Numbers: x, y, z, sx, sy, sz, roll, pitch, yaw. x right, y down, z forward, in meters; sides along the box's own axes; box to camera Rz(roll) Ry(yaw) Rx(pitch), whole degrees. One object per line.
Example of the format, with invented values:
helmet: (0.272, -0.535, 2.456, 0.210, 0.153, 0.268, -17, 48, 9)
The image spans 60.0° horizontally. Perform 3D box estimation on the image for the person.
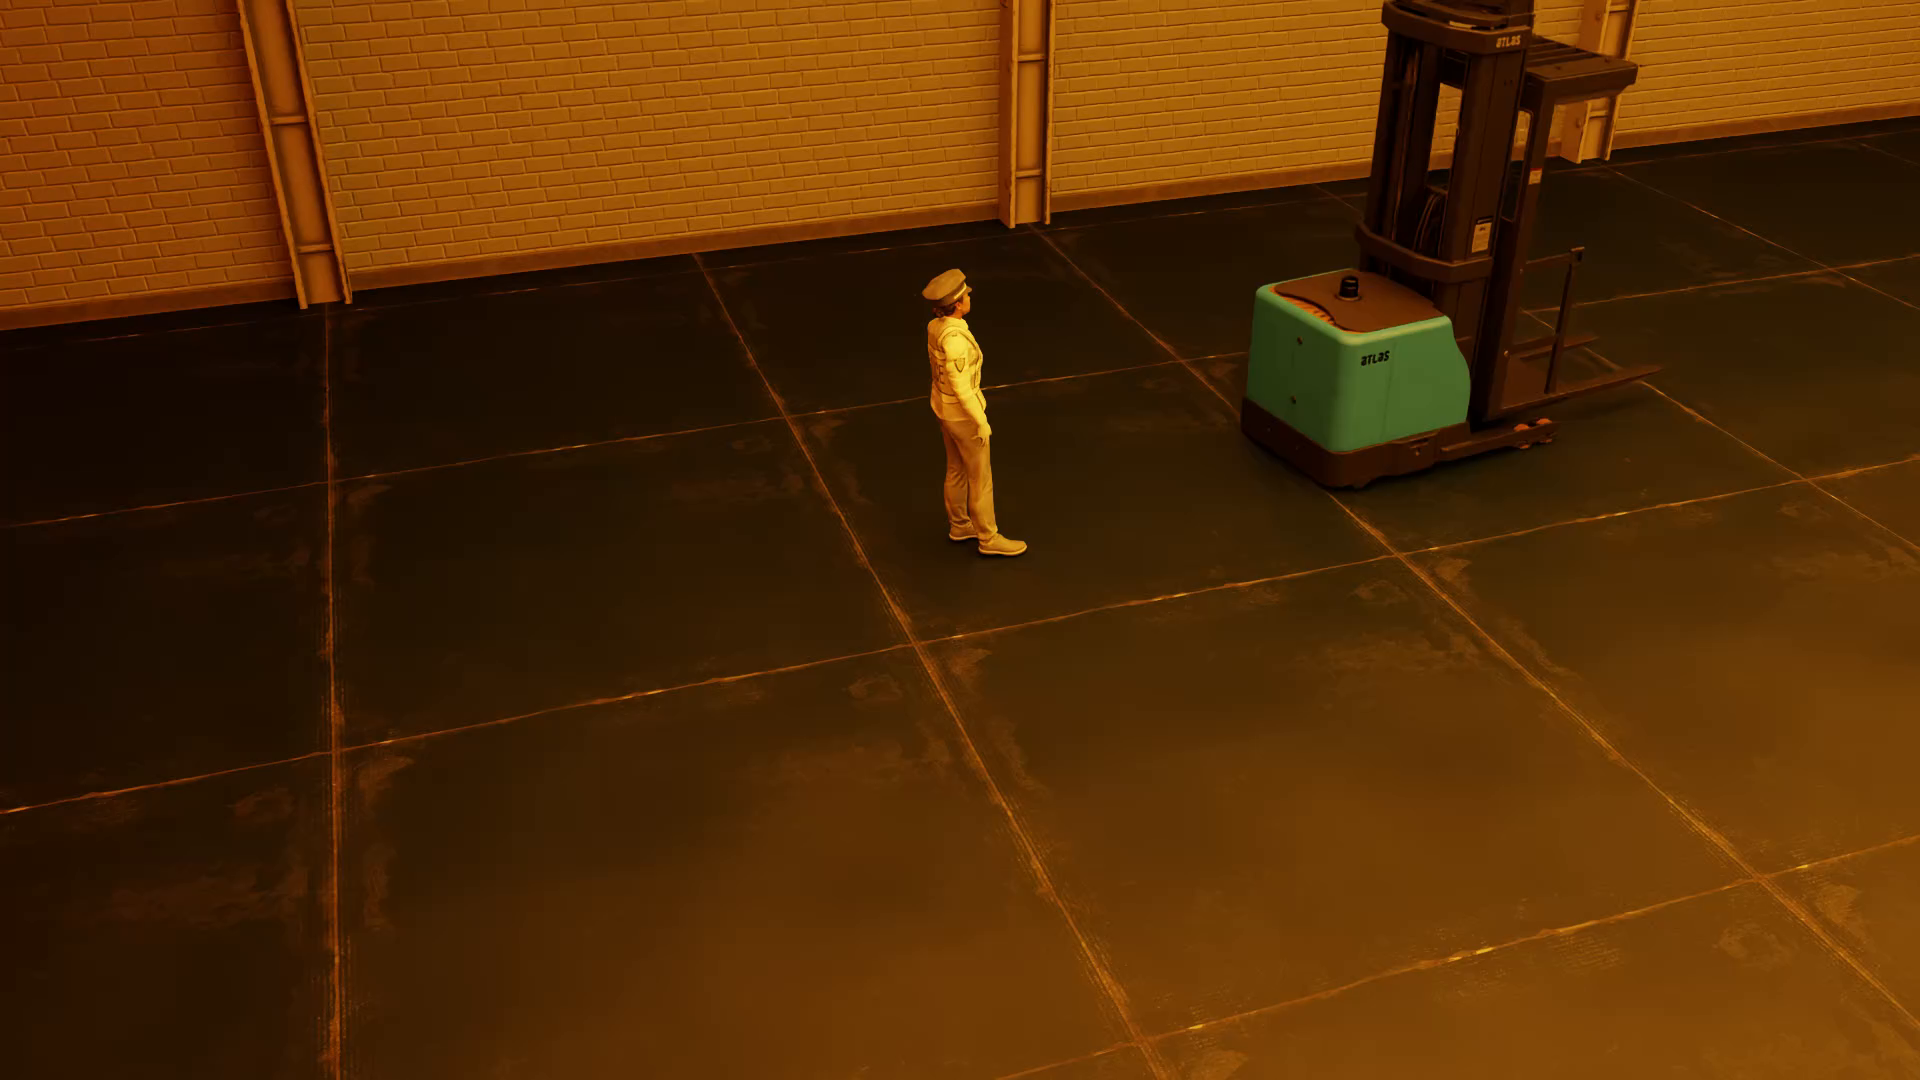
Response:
person: (0.068, -0.748, 9.613, 0.530, 1.694, 0.586, -10, 31, -16)

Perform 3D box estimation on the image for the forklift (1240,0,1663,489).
forklift: (3.440, -2.094, 10.727, 3.031, 2.935, 1.130, -14, 33, -23)
